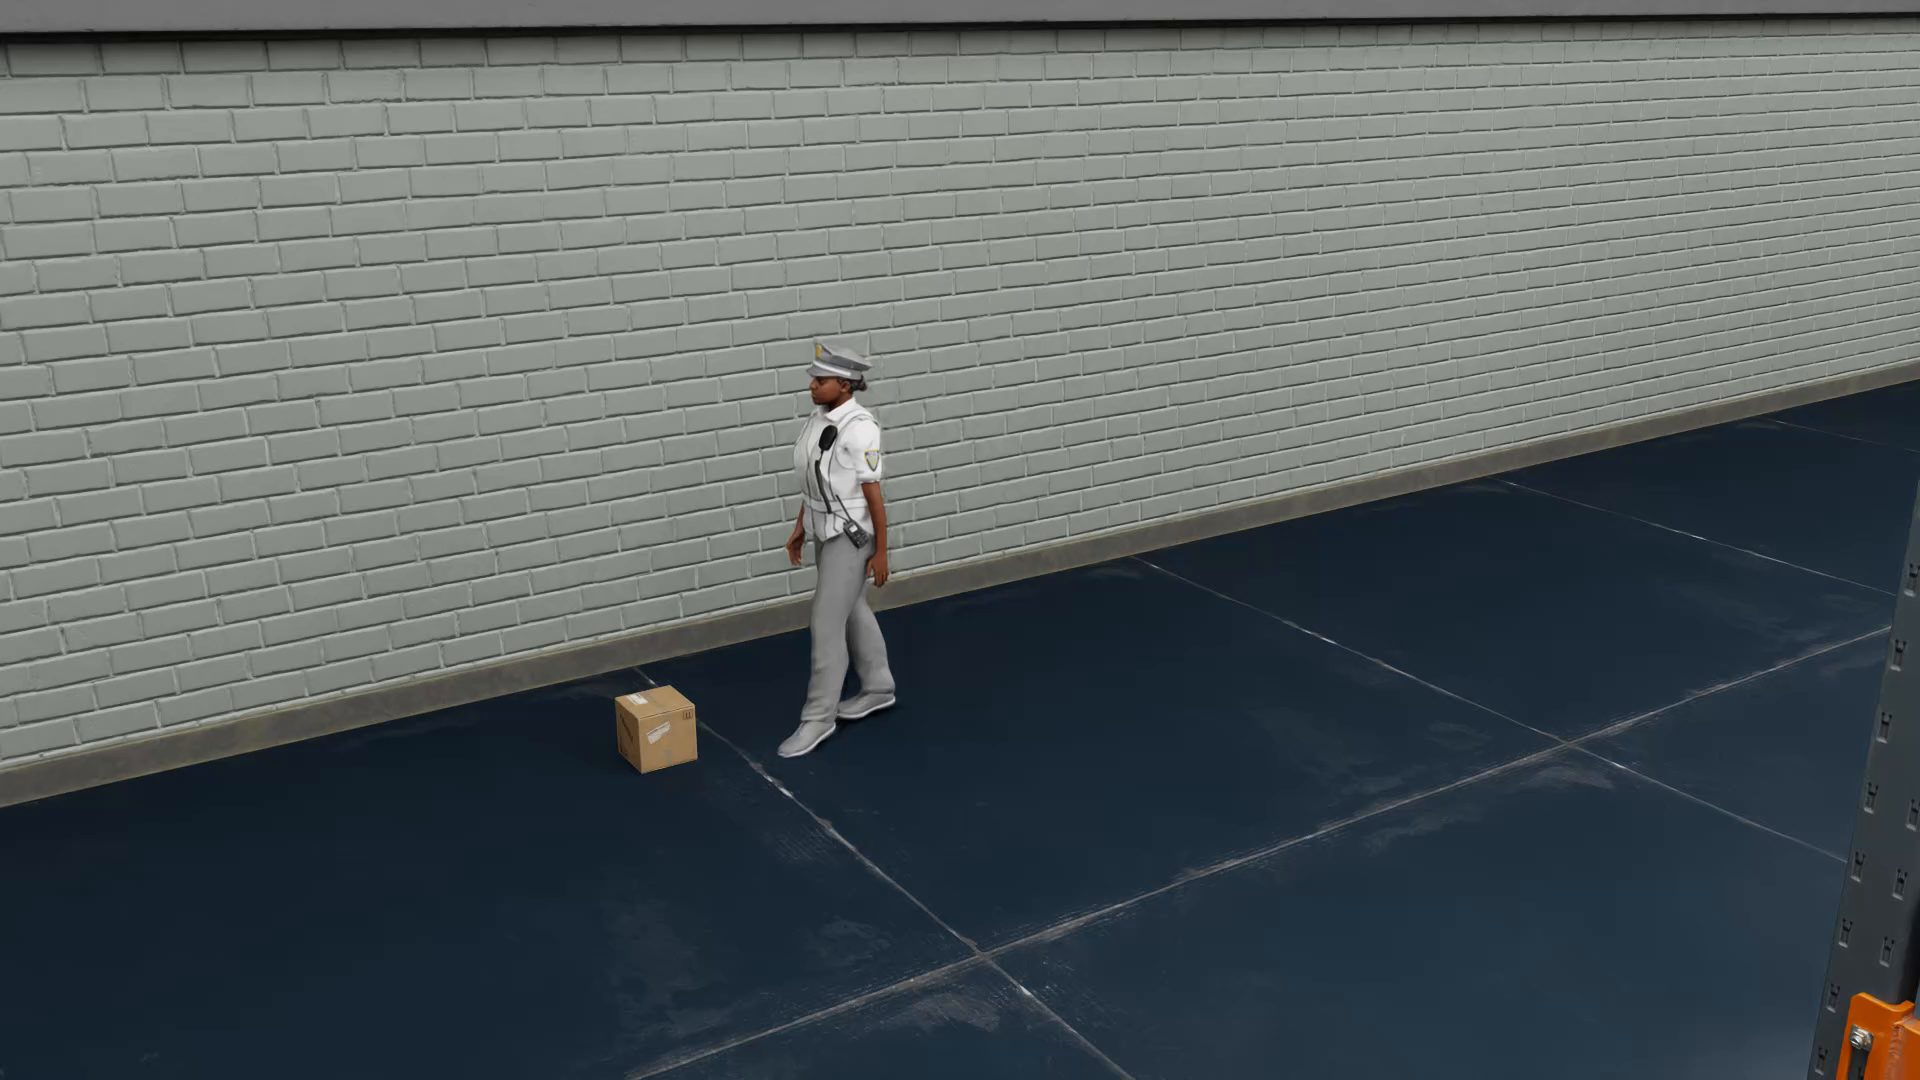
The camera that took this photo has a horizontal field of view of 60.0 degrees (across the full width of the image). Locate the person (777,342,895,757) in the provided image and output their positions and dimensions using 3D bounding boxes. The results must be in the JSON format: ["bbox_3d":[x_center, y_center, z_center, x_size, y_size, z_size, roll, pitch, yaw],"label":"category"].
[{"bbox_3d":[-0.562,0.008,6.993,0.637,1.708,0.463,-9,20,-27],"label":"person"}]
